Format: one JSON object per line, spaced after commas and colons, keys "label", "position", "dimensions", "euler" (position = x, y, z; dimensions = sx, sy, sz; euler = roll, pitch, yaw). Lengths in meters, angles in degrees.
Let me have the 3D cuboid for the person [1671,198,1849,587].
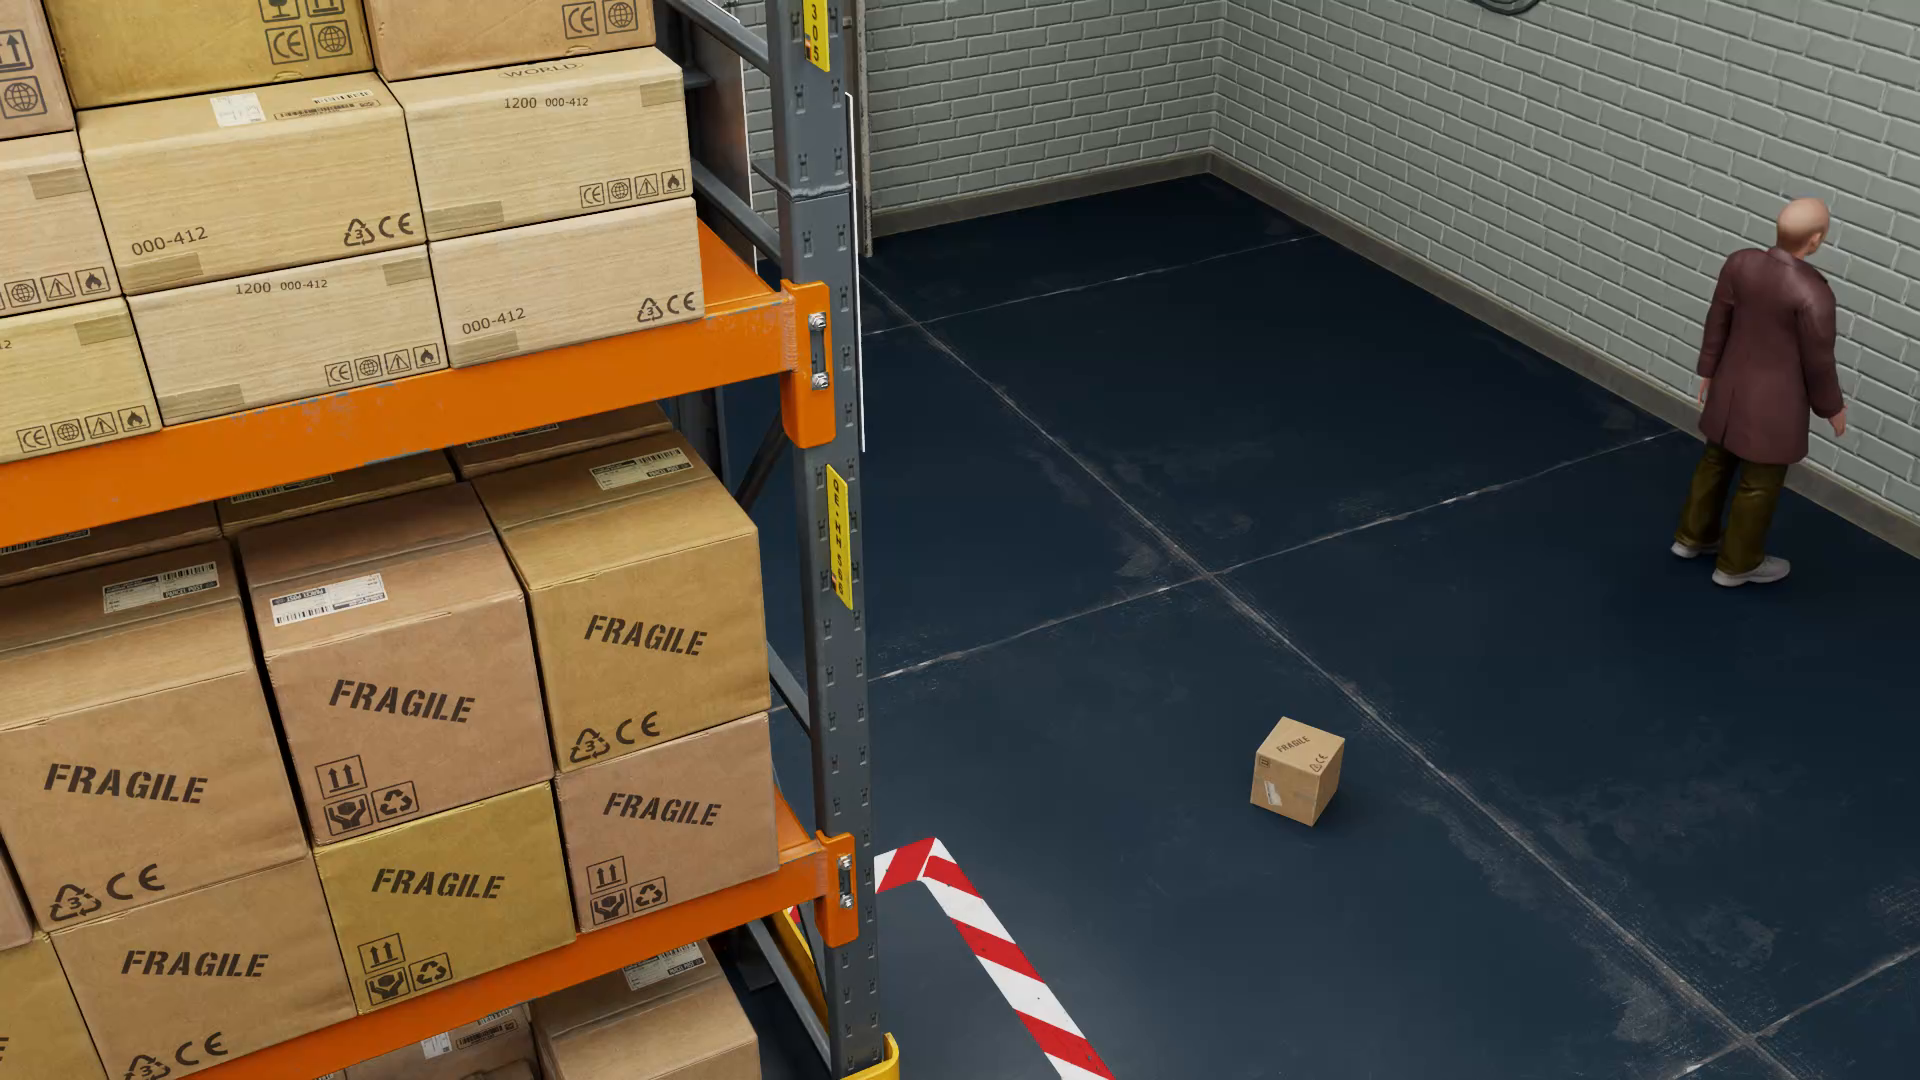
{"label": "person", "position": [3.471, -0.610, 7.100], "dimensions": [0.486, 1.812, 0.590], "euler": [-11, 34, -17]}
